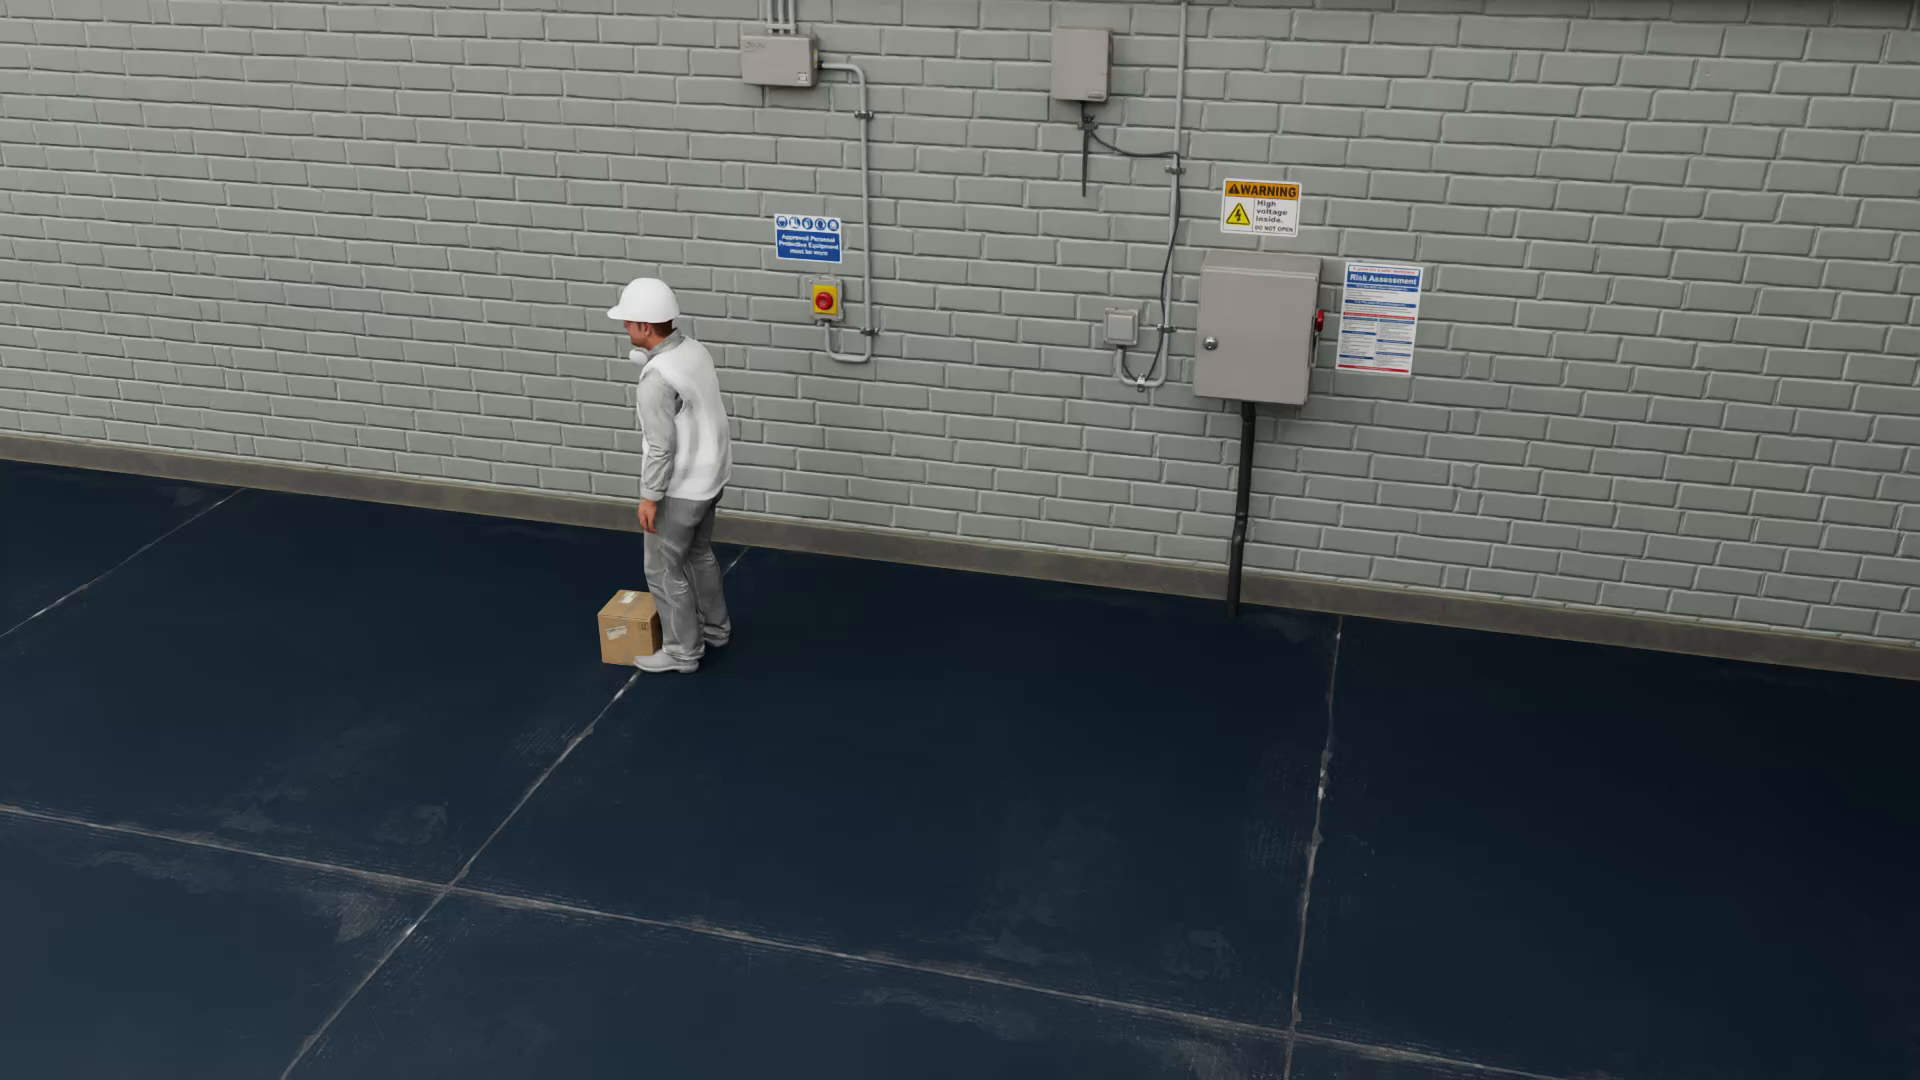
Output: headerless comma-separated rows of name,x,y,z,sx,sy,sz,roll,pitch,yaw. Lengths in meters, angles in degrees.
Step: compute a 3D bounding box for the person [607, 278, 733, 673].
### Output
person,-1.214,-0.262,7.134,0.464,1.772,0.590,5,26,11
